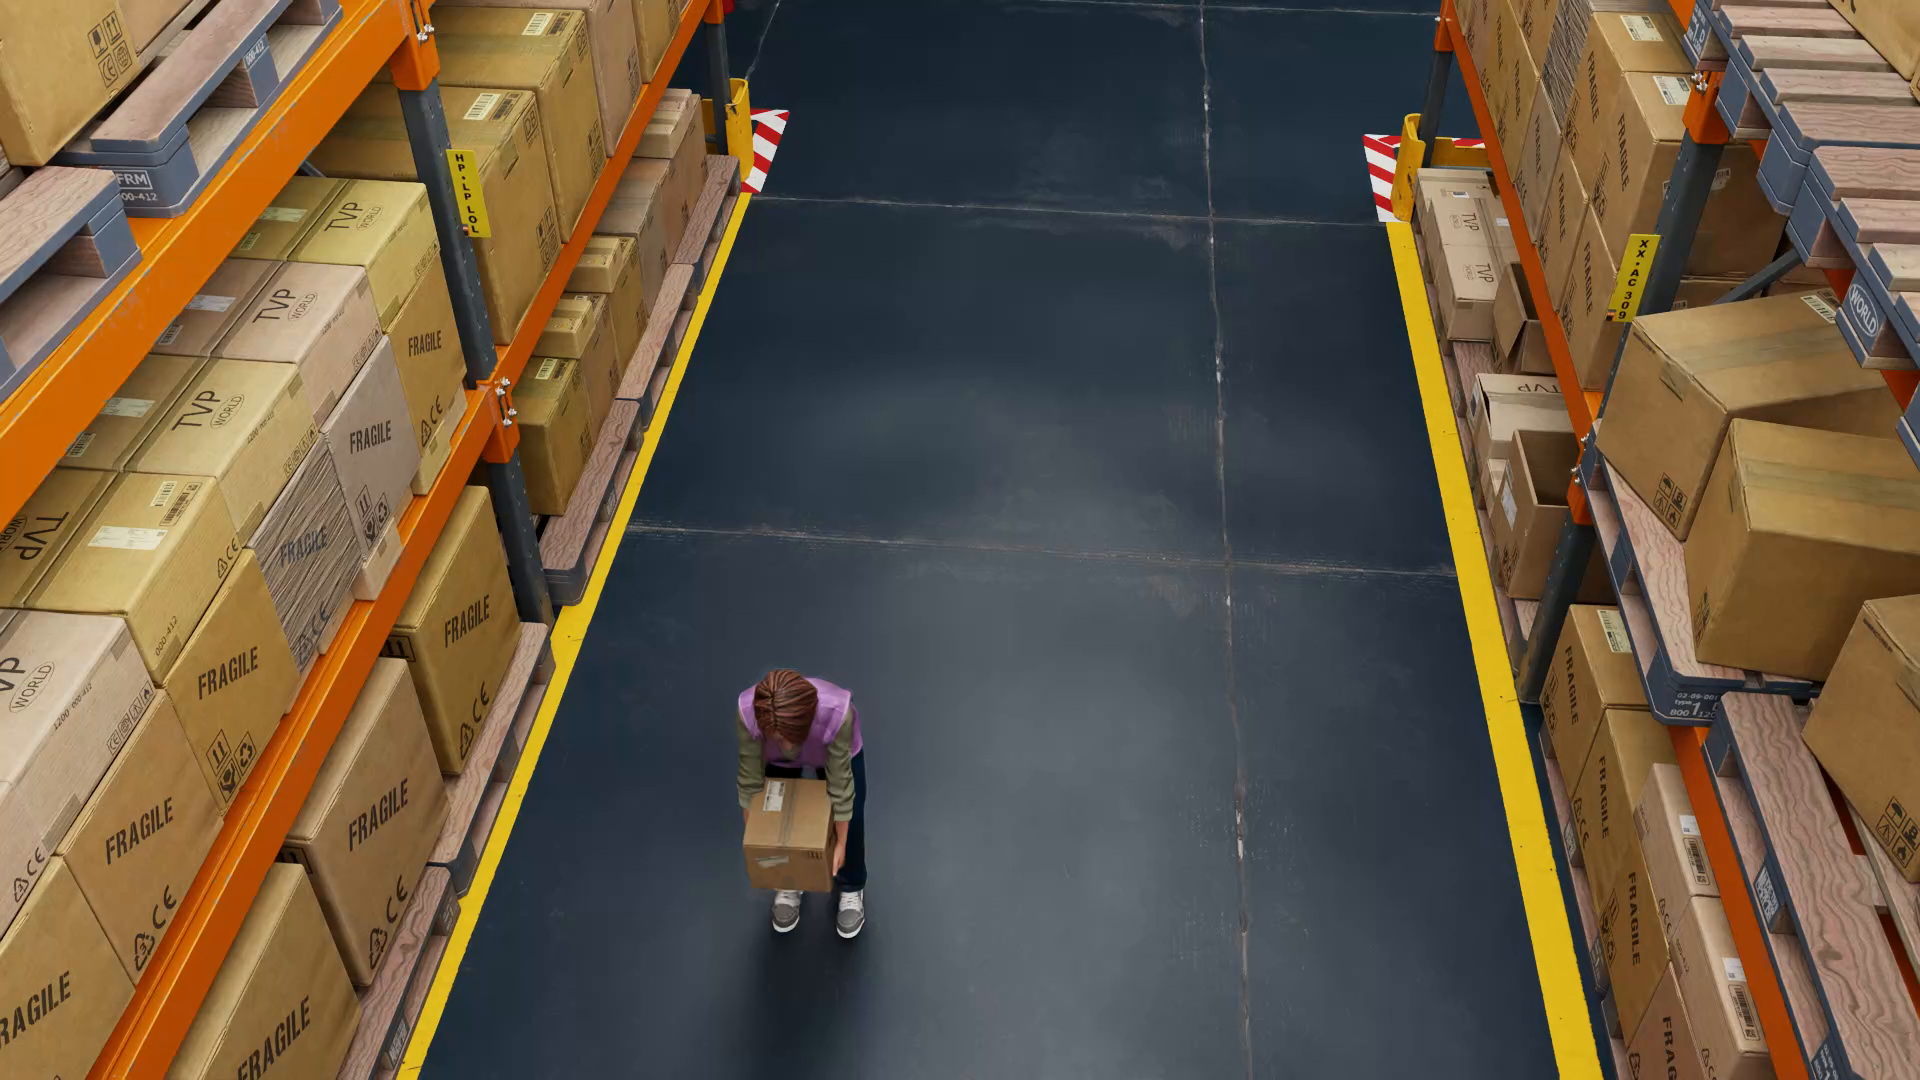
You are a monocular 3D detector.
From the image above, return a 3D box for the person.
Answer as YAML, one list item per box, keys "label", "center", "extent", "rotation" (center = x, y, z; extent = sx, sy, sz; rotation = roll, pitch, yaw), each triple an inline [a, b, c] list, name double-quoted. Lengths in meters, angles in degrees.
- label: "person"
  center: [-0.502, 0.816, 5.324]
  extent: [0.380, 1.459, 0.646]
  rotation: [2, 41, 3]
